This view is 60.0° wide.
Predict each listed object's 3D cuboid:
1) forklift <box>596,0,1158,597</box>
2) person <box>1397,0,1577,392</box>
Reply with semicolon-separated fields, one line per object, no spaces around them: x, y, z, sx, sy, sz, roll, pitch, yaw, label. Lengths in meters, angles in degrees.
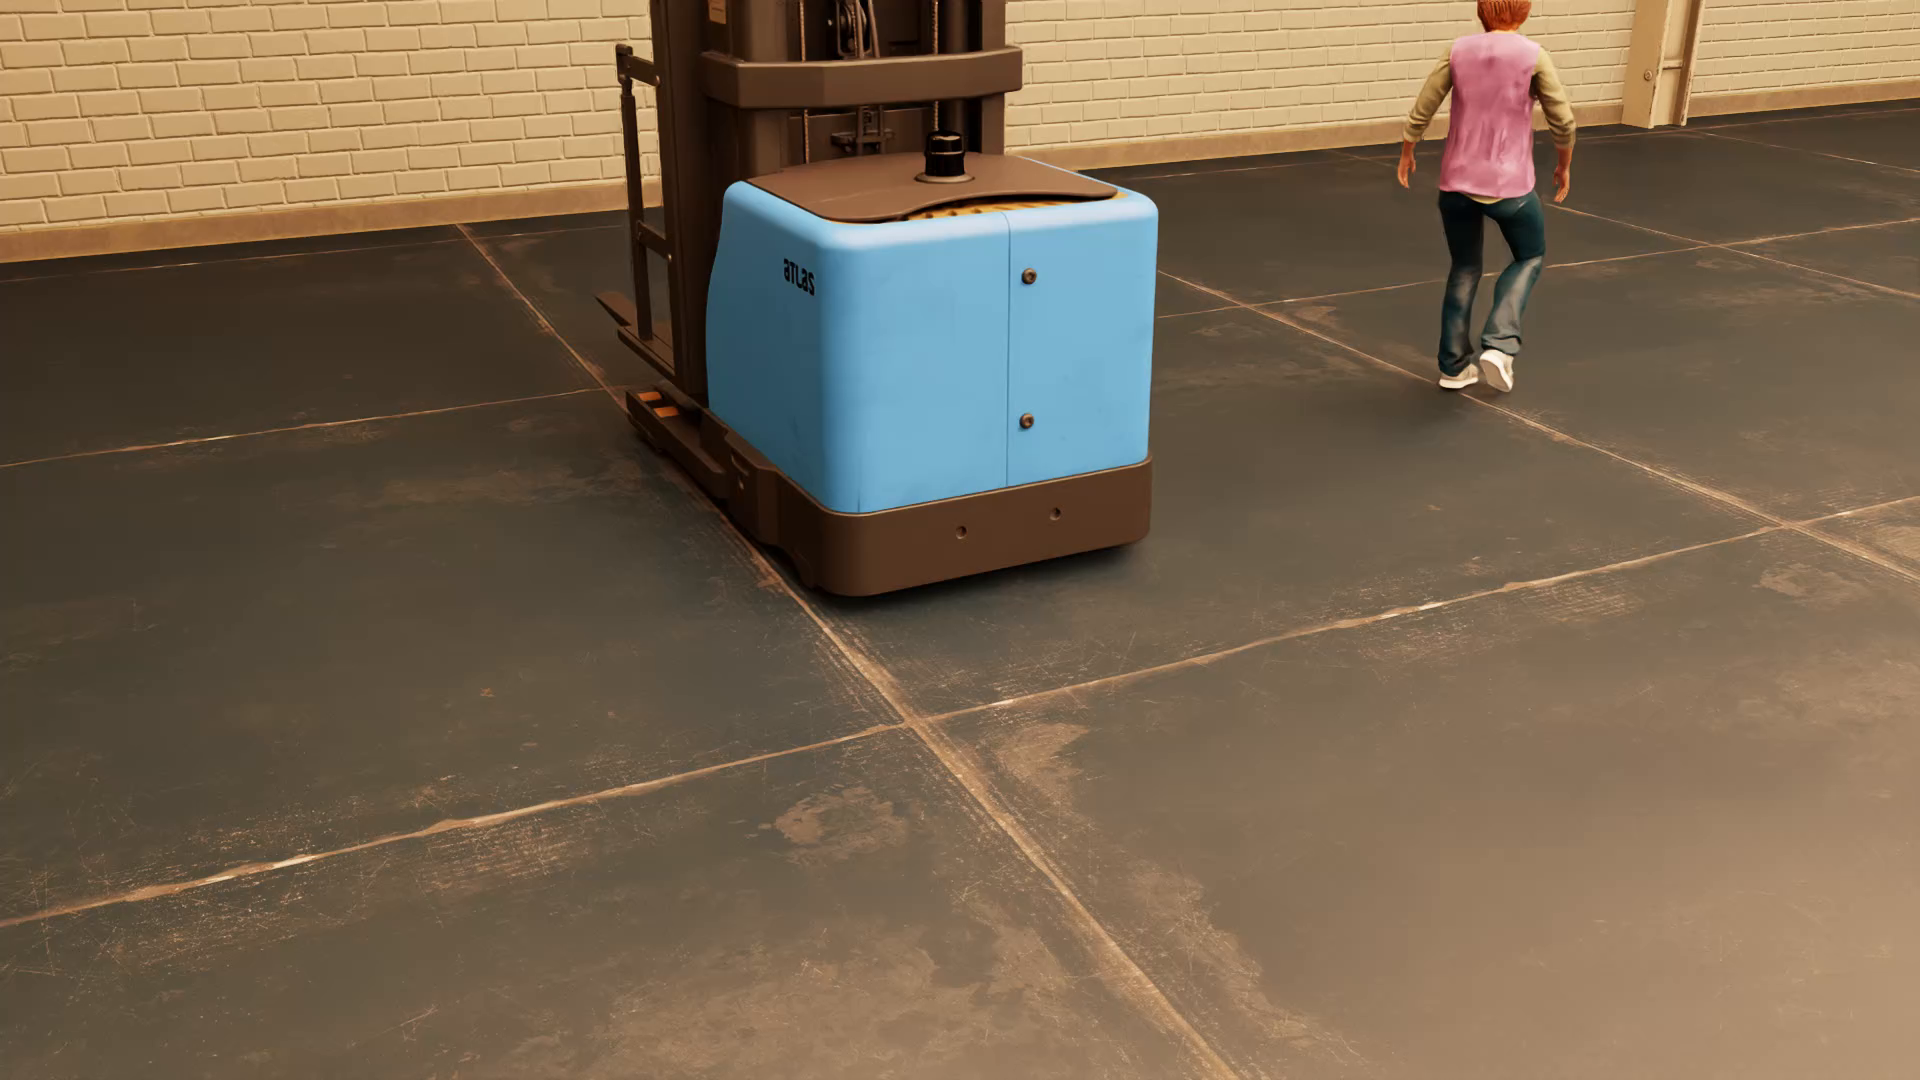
-0.549;-1.726;5.441;1.130;2.935;3.031;-11;25;-25;forklift
1.967;-1.311;6.298;0.669;1.517;0.411;17;28;35;person
